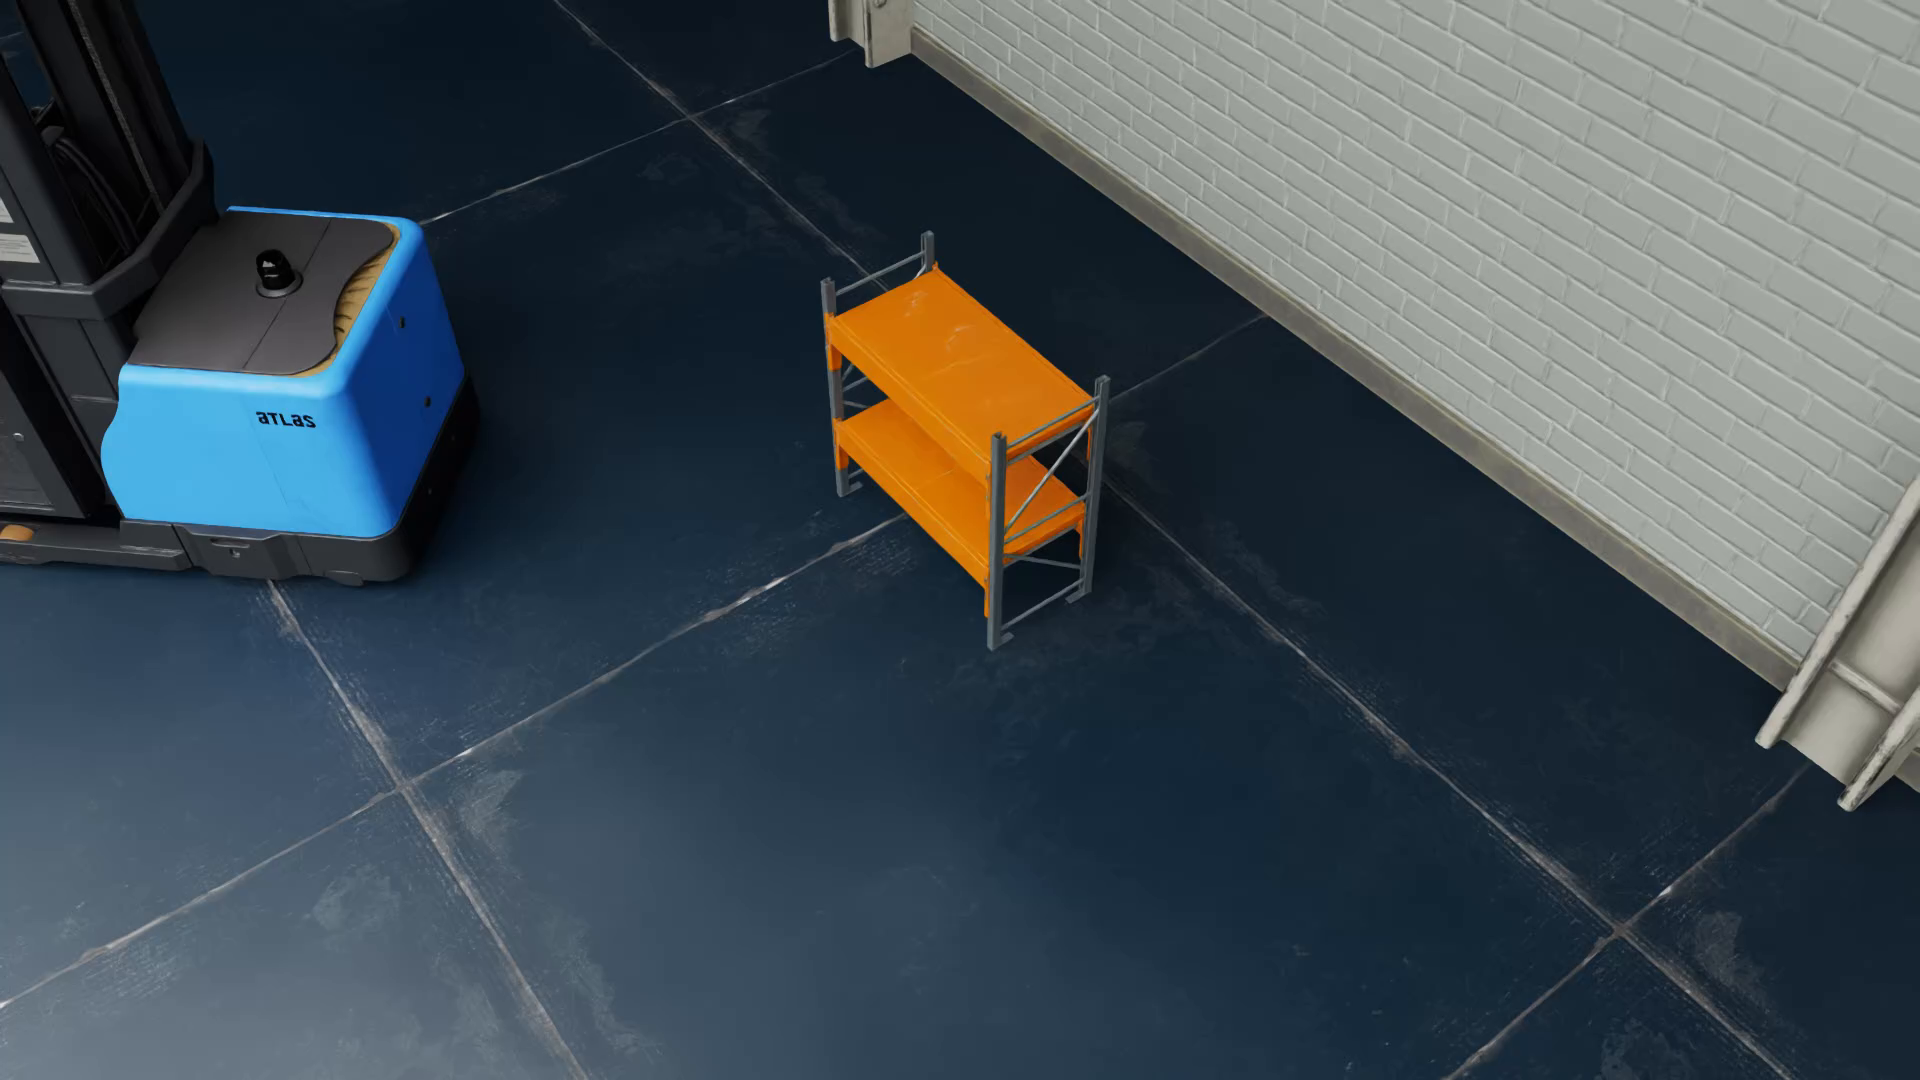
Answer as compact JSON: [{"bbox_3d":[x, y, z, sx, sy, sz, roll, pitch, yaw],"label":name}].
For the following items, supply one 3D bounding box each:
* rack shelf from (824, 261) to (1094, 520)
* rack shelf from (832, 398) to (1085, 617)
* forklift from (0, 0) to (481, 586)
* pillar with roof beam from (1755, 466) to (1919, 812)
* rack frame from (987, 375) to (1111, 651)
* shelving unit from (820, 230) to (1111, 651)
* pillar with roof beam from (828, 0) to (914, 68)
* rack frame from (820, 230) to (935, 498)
[{"bbox_3d":[0.004,-0.570,6.112,0.538,0.278,1.000,-29,54,-24],"label":"rack shelf"},{"bbox_3d":[0.004,-0.210,6.510,0.538,0.278,1.000,-29,54,-24],"label":"rack shelf"},{"bbox_3d":[-3.610,-1.272,5.924,3.031,2.935,1.130,5,48,4],"label":"forklift"},{"bbox_3d":[-0.279,-0.313,0.958,9.100,9.000,0.400,-29,54,-24],"label":"pillar with roof beam"},{"bbox_3d":[0.312,-0.074,6.057,0.500,1.125,0.032,-29,54,-24],"label":"rack frame"},{"bbox_3d":[0.004,-0.374,6.328,0.538,1.125,1.048,-29,54,-24],"label":"shelving unit"},{"bbox_3d":[-3.912,-3.851,4.166,9.100,9.000,0.400,-29,54,-24],"label":"pillar with roof beam"},{"bbox_3d":[-0.304,-0.674,6.600,0.500,1.125,0.032,-29,54,-24],"label":"rack frame"}]
